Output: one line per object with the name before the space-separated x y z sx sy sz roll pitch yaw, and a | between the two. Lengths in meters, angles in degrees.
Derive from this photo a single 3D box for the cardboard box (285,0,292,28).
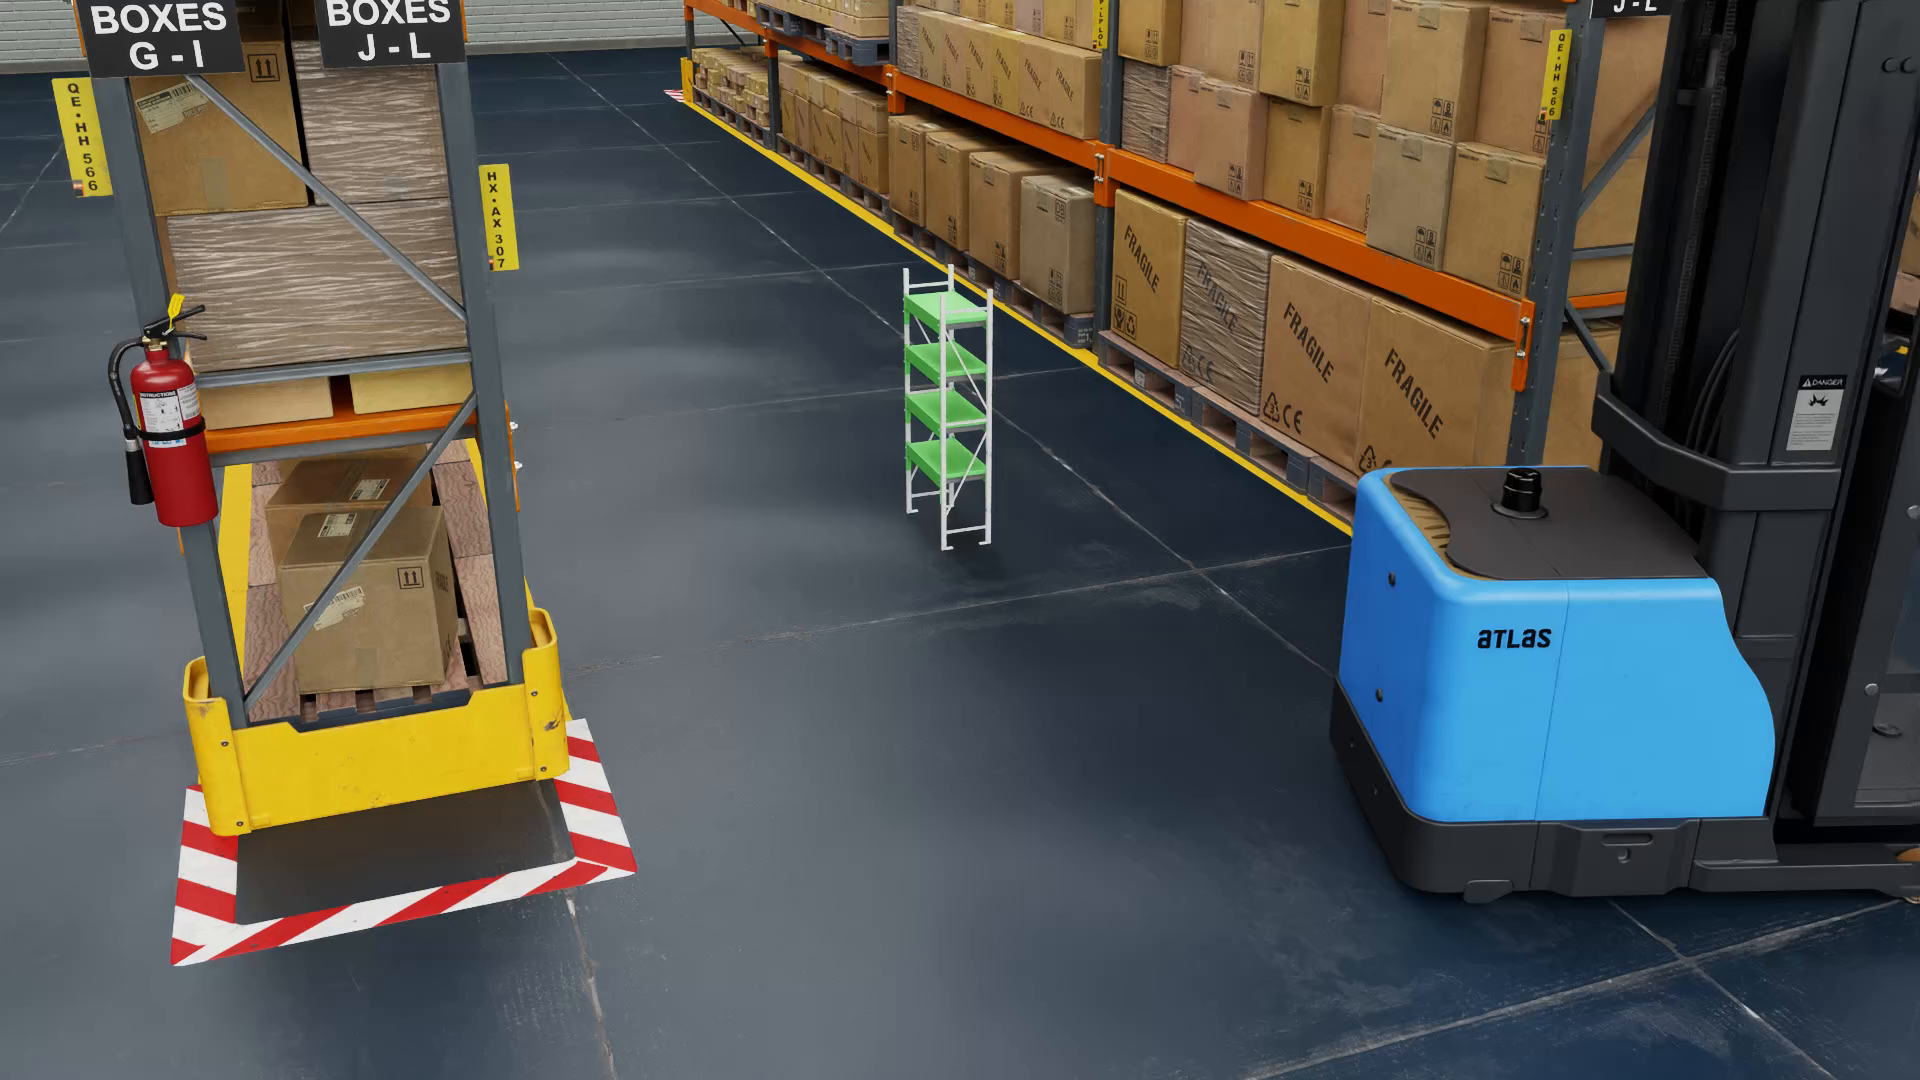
cardboard box | -3.498 -2.750 9.100 1.000 1.000 1.000 -8 24 -19

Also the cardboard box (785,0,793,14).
cardboard box | -1.424 -5.020 15.580 0.380 0.149 0.250 -9 25 -21

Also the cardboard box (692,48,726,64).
cardboard box | -3.044 -5.893 20.235 0.380 0.149 0.250 -10 25 -21

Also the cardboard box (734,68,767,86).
cardboard box | -2.290 -5.138 18.443 0.380 0.149 0.250 -10 25 -22

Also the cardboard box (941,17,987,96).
cardboard box | 0.181 -3.548 12.177 0.500 0.500 0.500 -8 24 -19

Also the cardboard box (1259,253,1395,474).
cardboard box | 2.127 -0.934 8.299 0.875 0.875 0.875 -9 24 -20

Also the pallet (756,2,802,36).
pallet | -1.365 -5.137 16.323 1.003 0.211 1.213 -8 24 -19

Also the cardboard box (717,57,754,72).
cardboard box | -2.611 -5.520 19.348 0.380 0.149 0.250 -7 24 -17

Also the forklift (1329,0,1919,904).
forklift | 2.839 -0.440 5.021 3.031 2.935 1.130 -1 23 -2

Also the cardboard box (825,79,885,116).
cardboard box | -0.926 -4.038 15.181 0.500 0.250 0.500 -8 24 -18

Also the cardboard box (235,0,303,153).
cardboard box | -2.717 -1.692 6.103 0.500 0.500 0.500 -8 24 -19

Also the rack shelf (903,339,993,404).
rack shelf | -0.058 -0.775 7.591 0.258 0.148 0.480 -8 24 -19

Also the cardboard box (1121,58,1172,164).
cardboard box | 1.469 -2.553 9.752 0.875 0.550 0.550 -8 24 -19

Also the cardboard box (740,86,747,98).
cardboard box | -2.231 -4.997 18.490 0.380 0.149 0.250 -8 24 -18

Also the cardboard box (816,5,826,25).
cardboard box | -1.048 -4.636 14.670 0.380 0.149 0.250 -9 25 -21

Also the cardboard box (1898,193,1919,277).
cardboard box | 6.260 -1.971 10.599 0.500 0.500 0.500 -7 24 -16

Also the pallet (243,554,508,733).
pallet | -2.216 0.438 6.438 1.003 0.211 1.213 -8 24 -19

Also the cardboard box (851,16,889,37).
cardboard box | -0.690 -4.264 13.787 0.380 0.149 0.250 -8 24 -18

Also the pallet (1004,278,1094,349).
pallet | 0.985 -1.601 11.278 1.003 0.211 1.213 -8 24 -19

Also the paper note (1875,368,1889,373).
paper note | 5.599 -1.049 10.200 0.142 0.019 0.148 -18 29 -37

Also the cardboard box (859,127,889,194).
cardboard box | -0.562 -3.315 14.430 0.500 0.500 0.500 -8 24 -19

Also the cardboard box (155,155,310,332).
cardboard box | -2.393 -1.071 5.917 0.875 0.500 0.500 -8 24 -19

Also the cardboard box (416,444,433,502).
cardboard box | -2.742 -0.441 7.613 0.500 0.500 0.500 -11 25 -24

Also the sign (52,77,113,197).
sign | -2.461 -1.129 4.670 0.100 0.325 0.005 -8 24 -19

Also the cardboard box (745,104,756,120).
cardboard box | -2.123 -4.692 18.149 0.380 0.149 0.250 -9 25 -21

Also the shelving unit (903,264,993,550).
shelving unit | -0.058 -0.613 7.660 0.258 1.200 0.503 -8 24 -19

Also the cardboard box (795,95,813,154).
cardboard box | -1.297 -4.068 16.217 0.500 0.500 0.500 -7 24 -17

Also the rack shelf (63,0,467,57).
rack shelf | -2.642 -2.297 6.401 1.077 0.370 4.000 -8 24 -19

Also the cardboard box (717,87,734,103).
cardboard box | -2.589 -5.159 19.258 0.380 0.149 0.250 -10 25 -22

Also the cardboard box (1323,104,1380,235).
cardboard box | 2.272 -1.778 7.914 0.875 0.550 0.550 -8 24 -19

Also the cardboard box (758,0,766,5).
cardboard box | -1.790 -5.395 16.470 0.380 0.149 0.250 -10 25 -22

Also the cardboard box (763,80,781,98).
cardboard box | -1.868 -4.771 17.571 0.380 0.149 0.250 -8 24 -17

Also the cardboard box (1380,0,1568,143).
cardboard box | 2.365 -2.057 7.185 0.875 0.550 0.550 -8 24 -19

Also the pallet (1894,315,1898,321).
pallet | 6.193 -1.808 11.768 1.003 0.211 1.213 -8 24 -19

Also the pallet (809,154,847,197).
pallet | -0.787 -3.511 15.809 1.003 0.211 1.213 -8 24 -19

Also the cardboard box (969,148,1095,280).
cardboard box | 0.687 -2.337 11.789 1.050 0.750 0.750 -8 24 -19

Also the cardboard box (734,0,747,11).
cardboard box | -2.242 -5.855 18.102 0.380 0.149 0.250 -9 25 -21

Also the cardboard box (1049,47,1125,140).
cardboard box | 0.893 -2.815 10.439 0.500 0.500 0.500 -8 24 -19

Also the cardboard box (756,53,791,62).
cardboard box | -2.210 -5.694 19.762 0.380 0.149 0.250 -9 25 -21

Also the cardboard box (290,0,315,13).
cardboard box | -2.222 -1.764 6.275 0.500 0.500 0.500 -8 24 -19

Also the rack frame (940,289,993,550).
rack frame | 0.028 -0.524 7.449 0.240 1.200 0.015 -8 24 -19

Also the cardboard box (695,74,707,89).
cardboard box | -3.026 -5.622 20.357 0.380 0.149 0.250 -8 24 -18

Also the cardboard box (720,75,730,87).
cardboard box | -2.582 -5.392 19.428 0.380 0.149 0.250 -10 25 -22

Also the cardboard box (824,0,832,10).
cardboard box | -0.965 -4.685 14.402 0.380 0.149 0.250 -8 24 -19

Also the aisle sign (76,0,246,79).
aisle sign | -2.194 -1.653 4.464 0.394 0.787 0.004 -8 24 -19

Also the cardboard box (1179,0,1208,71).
cardboard box | 1.729 -2.860 9.091 0.875 0.550 0.550 -8 24 -19

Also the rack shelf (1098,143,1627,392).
rack shelf | 2.034 -1.558 8.511 1.077 0.370 4.000 -8 24 -19

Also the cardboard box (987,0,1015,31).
cardboard box | 0.608 -3.857 11.622 0.700 0.500 0.500 -9 24 -20

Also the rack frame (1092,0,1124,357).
rack frame | 1.328 -2.616 10.095 1.000 3.000 0.127 -8 24 -19
